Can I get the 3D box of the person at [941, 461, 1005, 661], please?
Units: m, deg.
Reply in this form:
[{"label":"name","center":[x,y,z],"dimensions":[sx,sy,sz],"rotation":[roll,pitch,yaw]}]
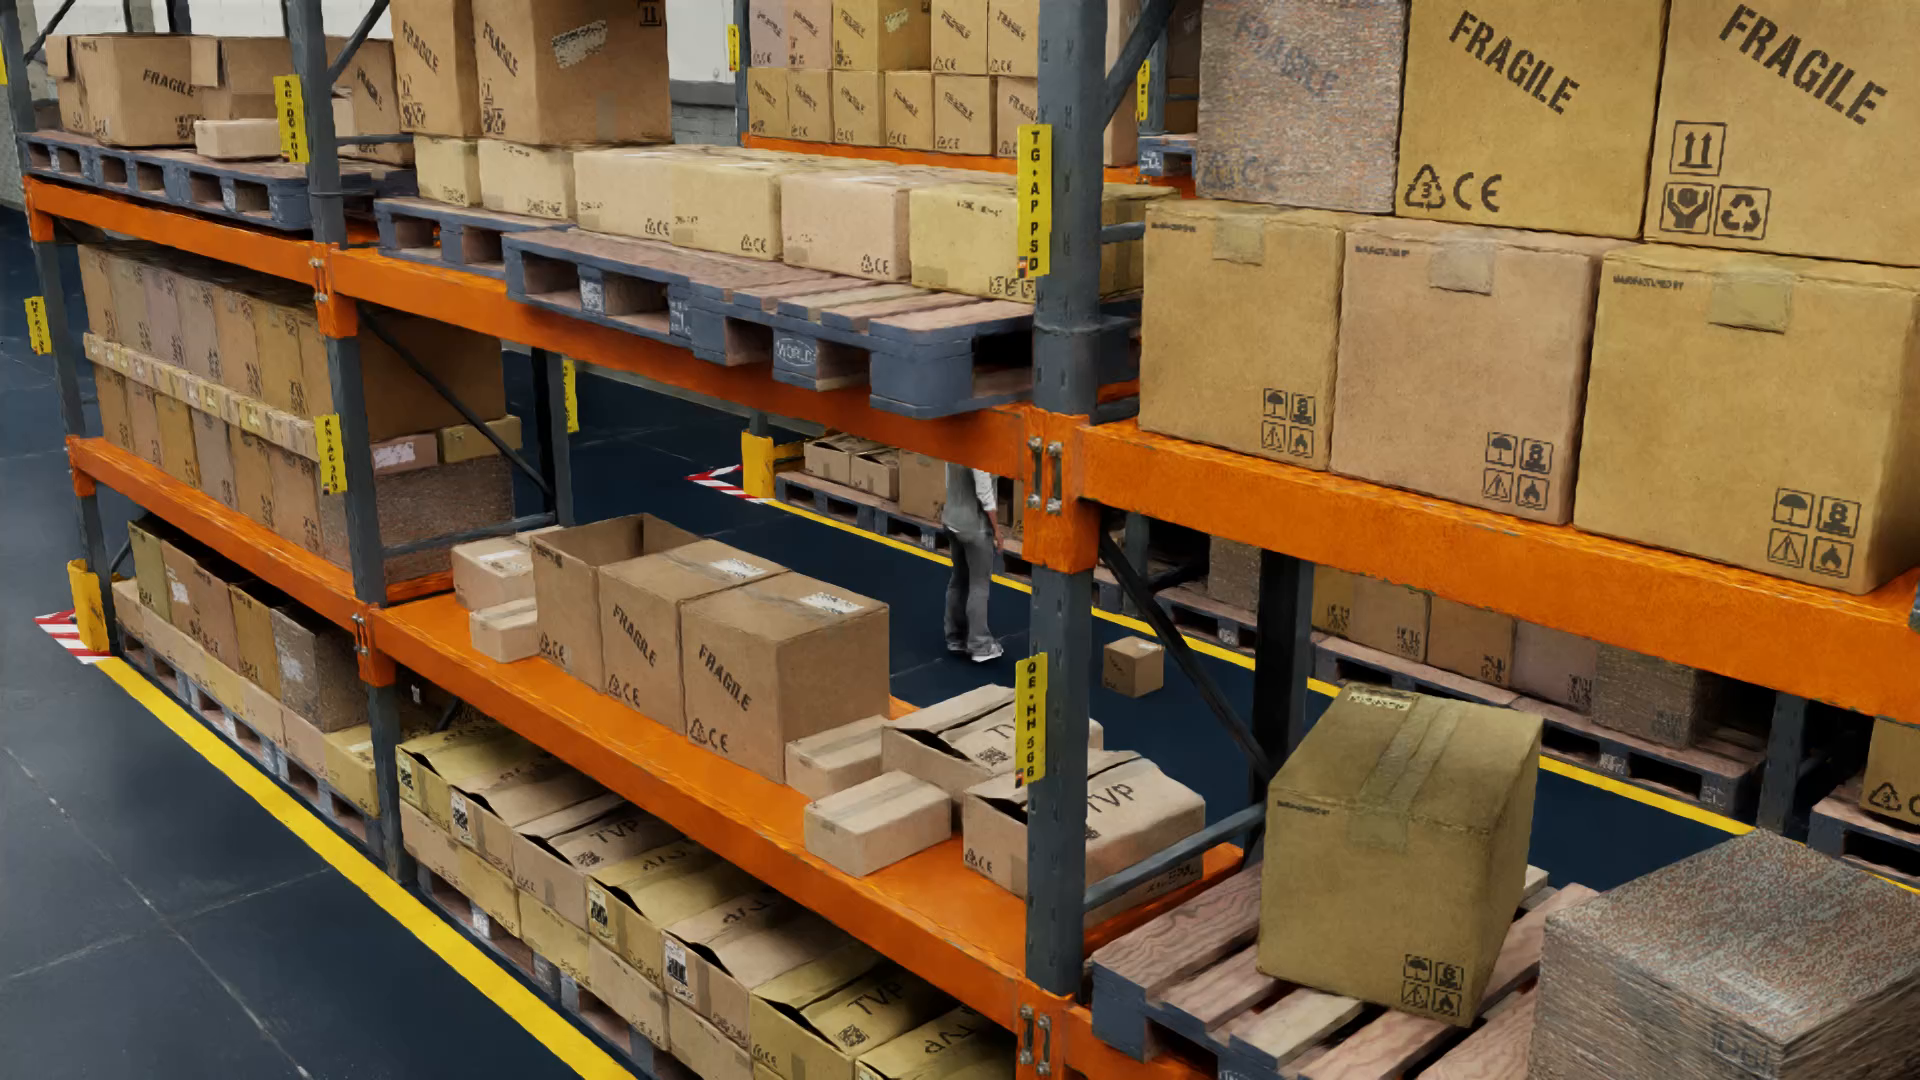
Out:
[{"label":"person","center":[0.082,-0.055,9.727],"dimensions":[0.362,1.622,0.460],"rotation":[-10,20,-28]}]
